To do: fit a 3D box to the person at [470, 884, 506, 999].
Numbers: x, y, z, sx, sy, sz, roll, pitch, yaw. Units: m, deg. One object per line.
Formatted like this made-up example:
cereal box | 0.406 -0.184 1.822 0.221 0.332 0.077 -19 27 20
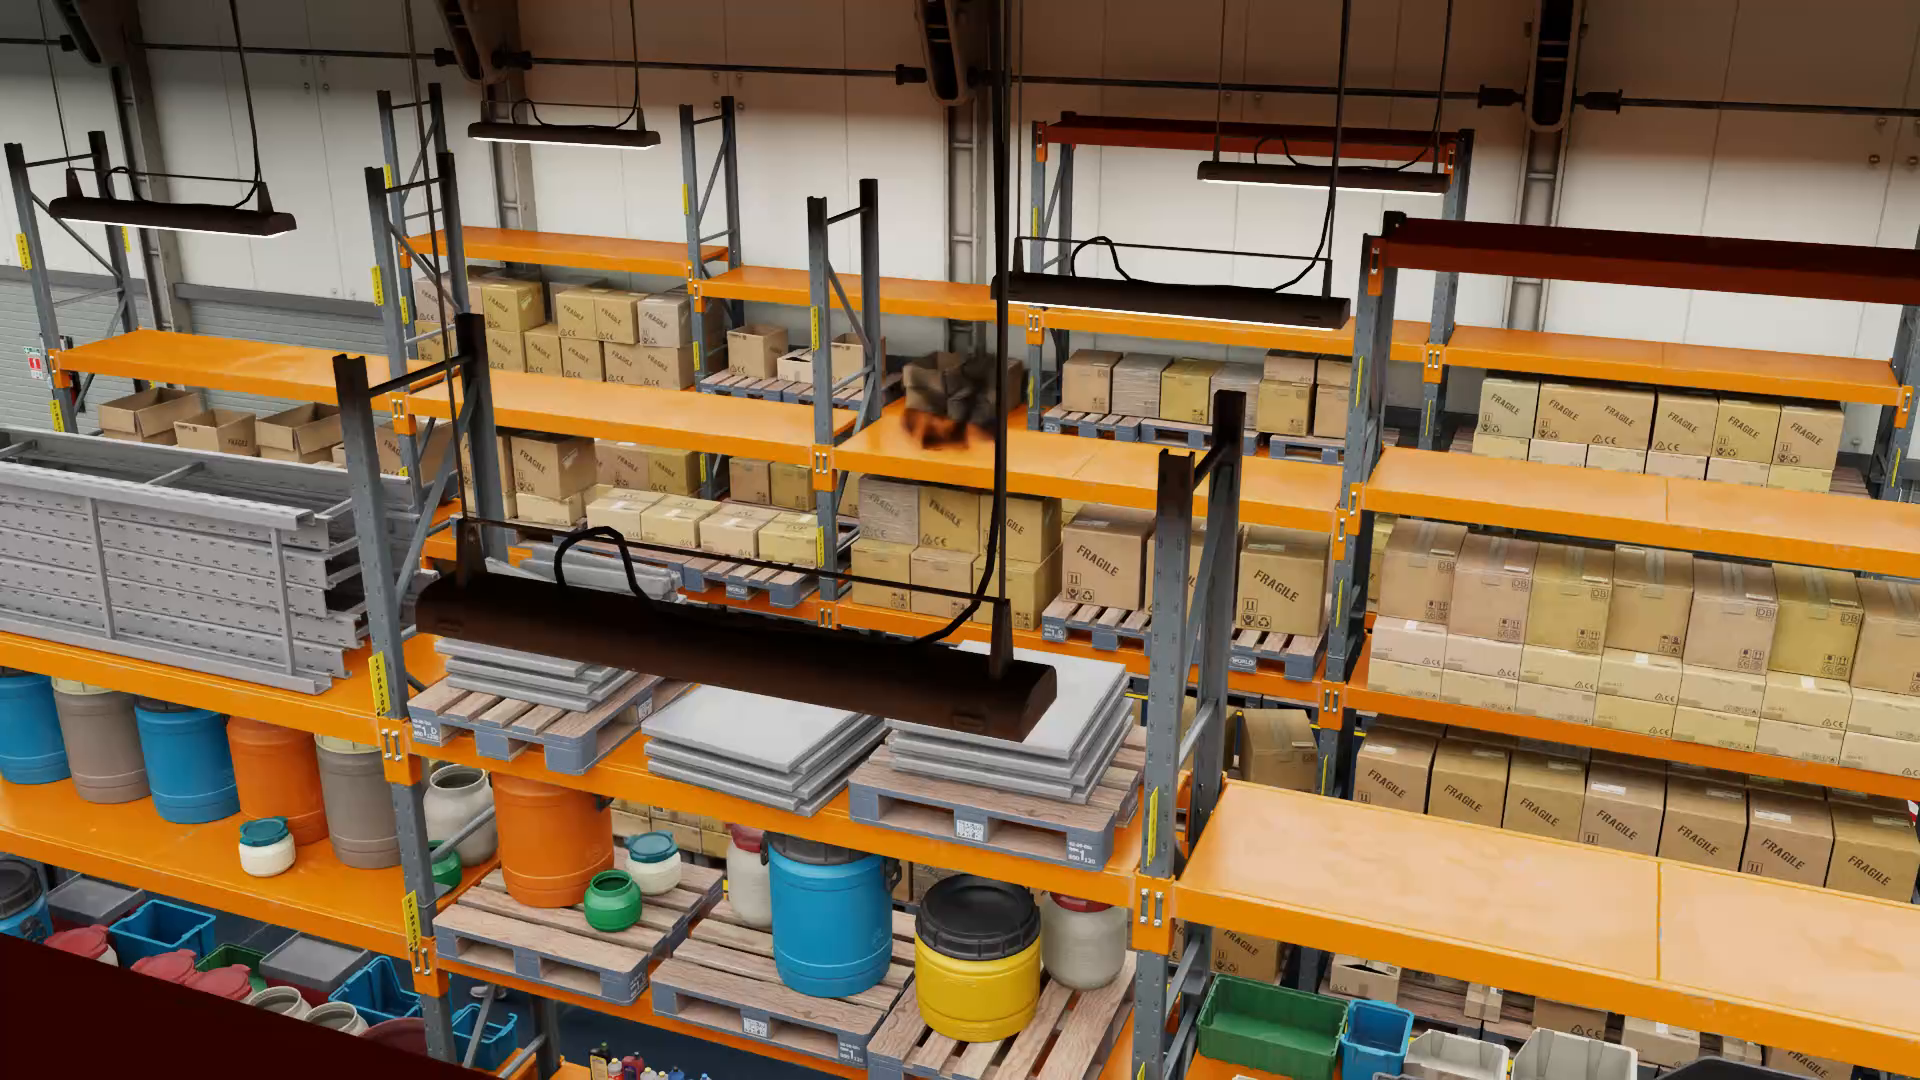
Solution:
person | -3.468 2.816 12.658 0.748 1.660 0.625 5 21 14
